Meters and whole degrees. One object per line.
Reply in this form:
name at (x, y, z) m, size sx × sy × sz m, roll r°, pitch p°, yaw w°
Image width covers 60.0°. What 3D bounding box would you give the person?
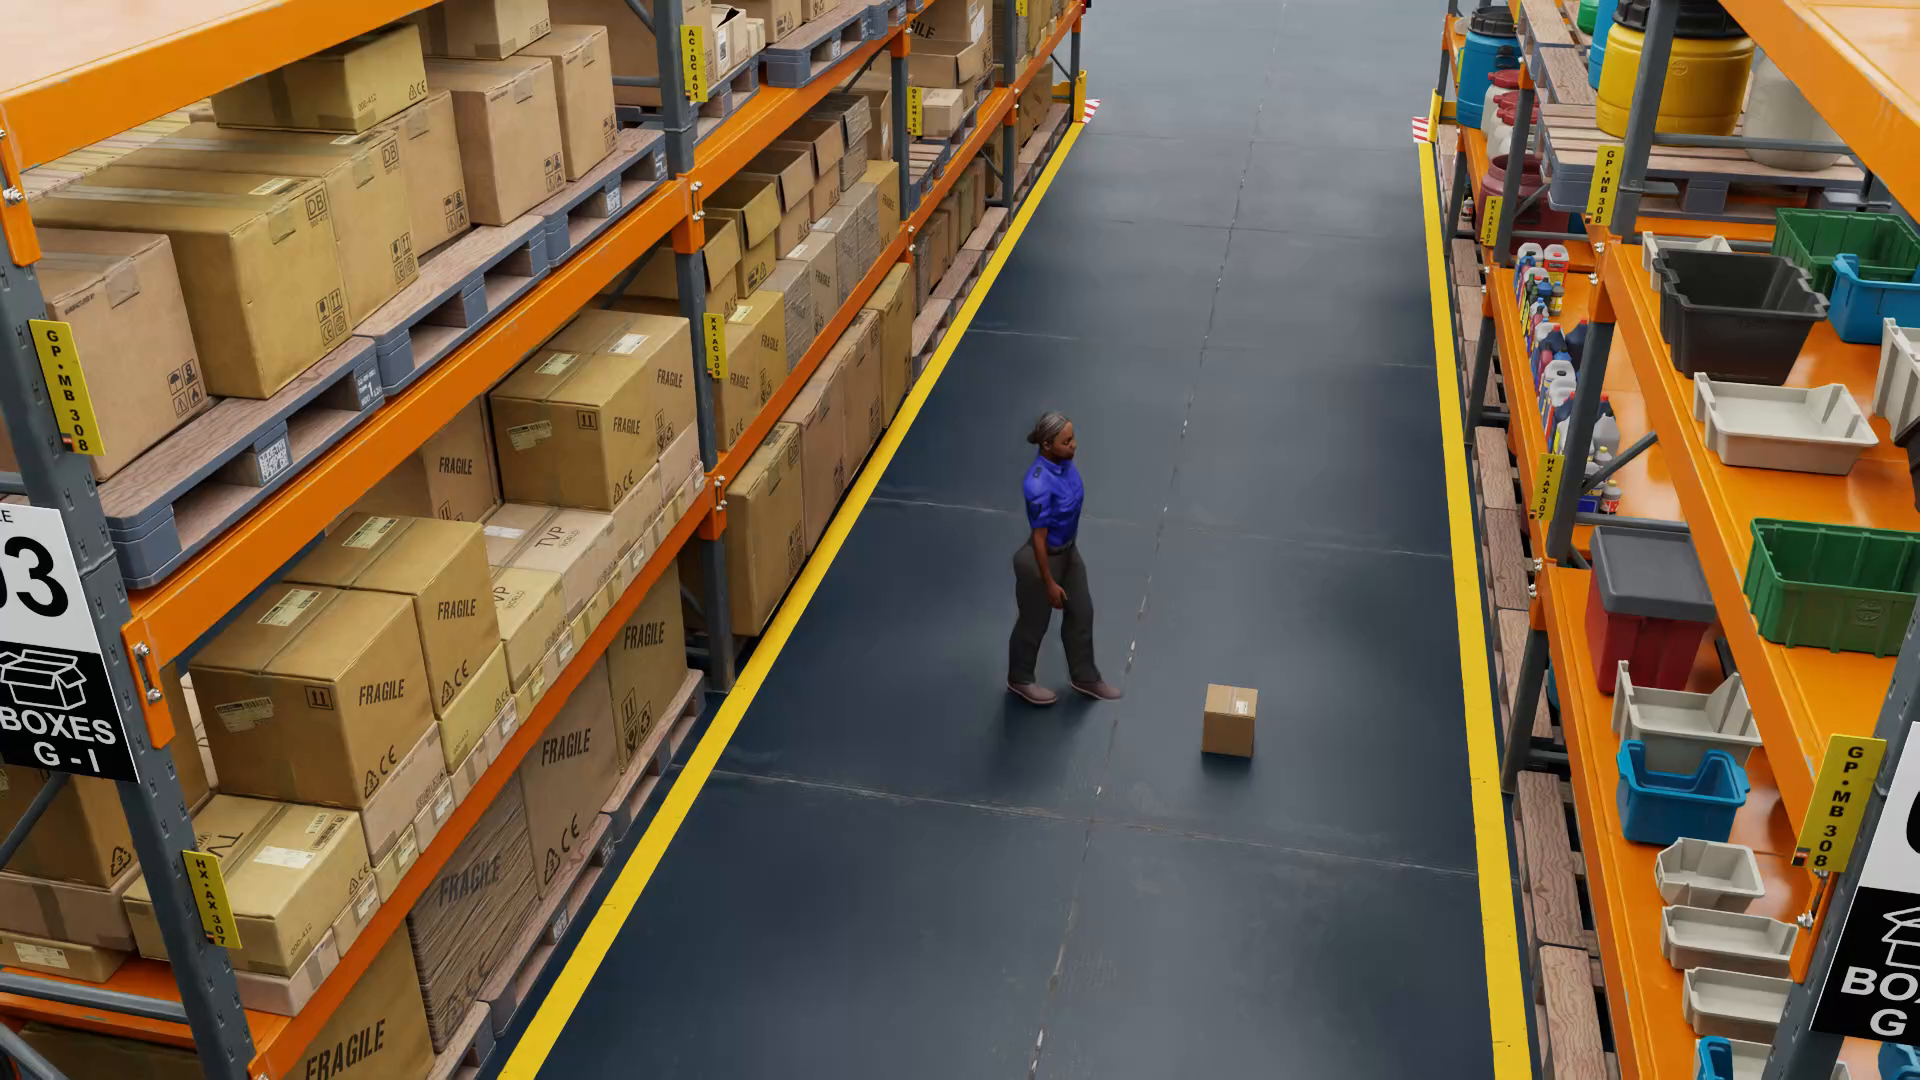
person at (0.518, 0.136, 8.375) m, size 0.576 × 1.687 × 0.485 m, roll 14°, pitch 32°, yaw 24°
